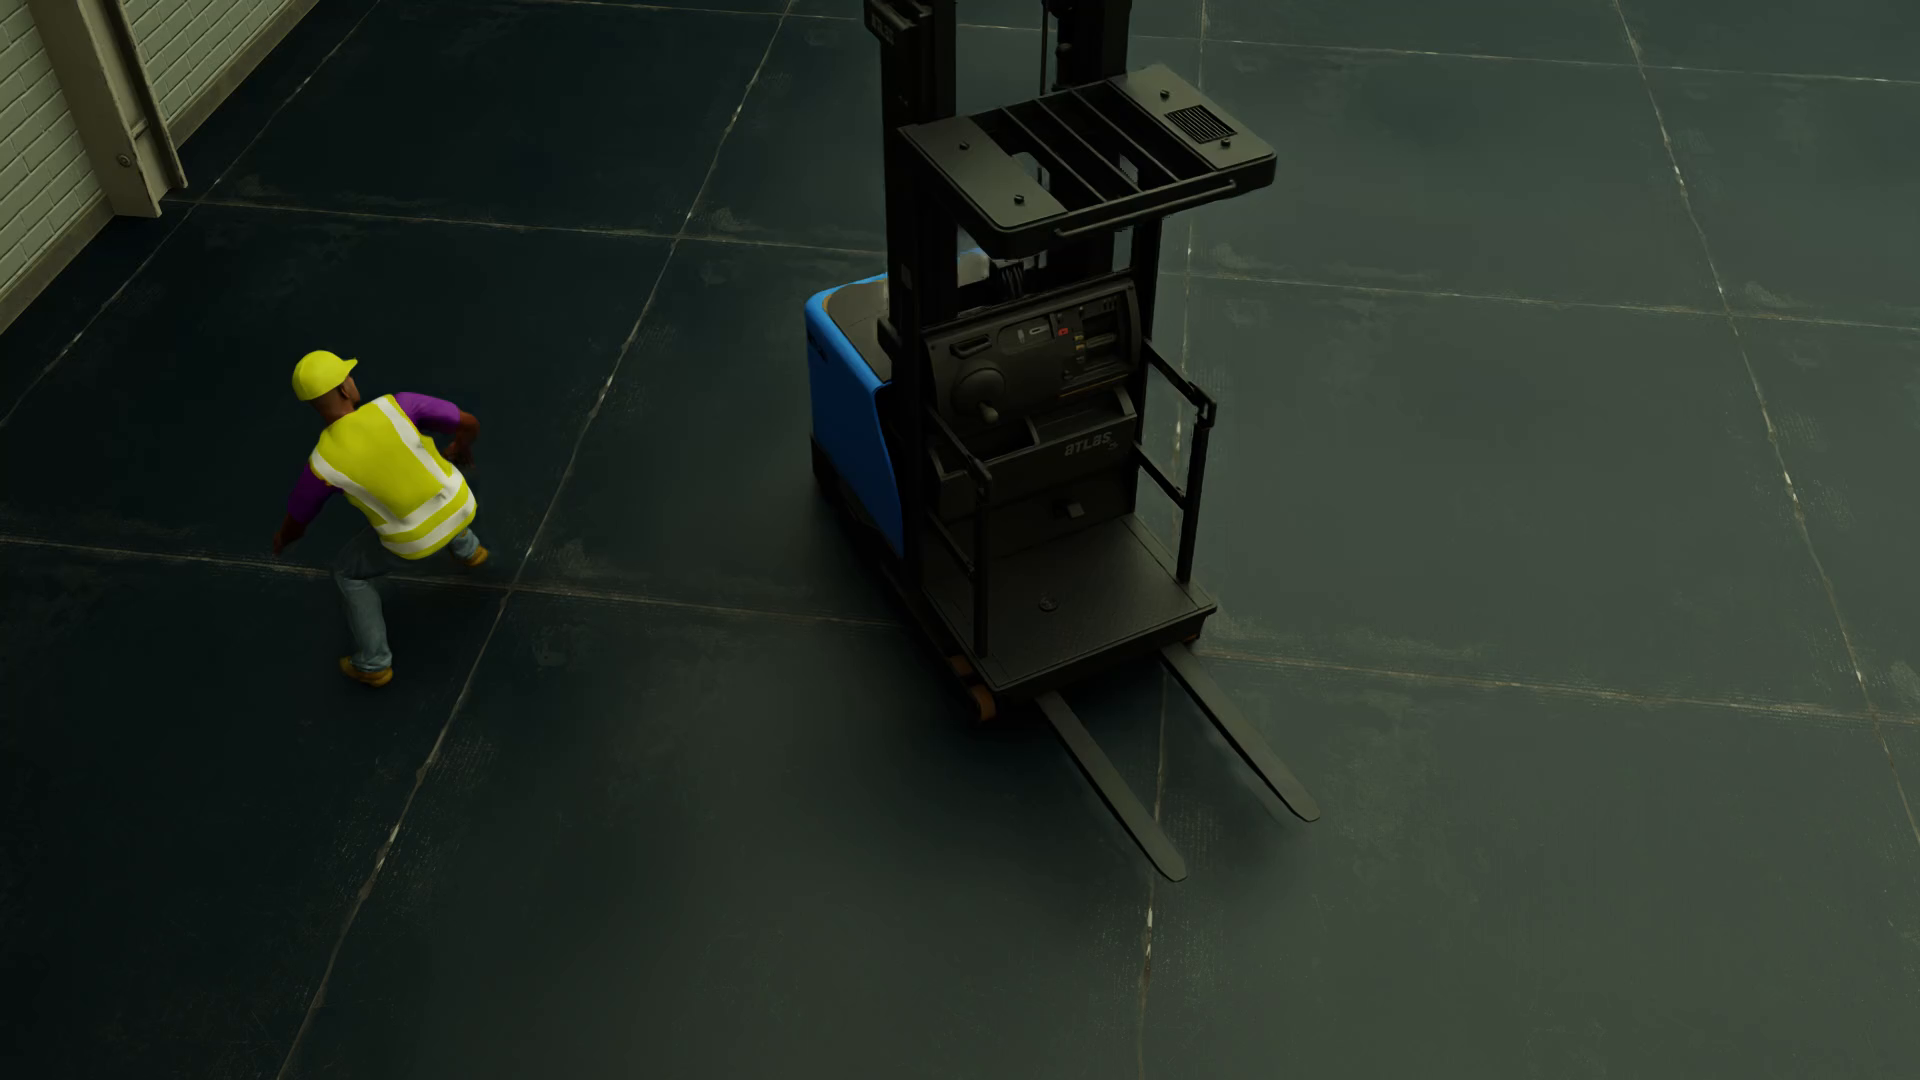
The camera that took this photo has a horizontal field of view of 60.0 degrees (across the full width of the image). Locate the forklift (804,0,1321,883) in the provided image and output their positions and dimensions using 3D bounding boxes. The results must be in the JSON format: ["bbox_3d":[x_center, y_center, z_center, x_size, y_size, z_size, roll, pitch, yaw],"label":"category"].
[{"bbox_3d":[0.401,-0.656,6.439,1.130,2.935,3.031,-19,46,-20],"label":"forklift"}]

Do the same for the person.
[{"bbox_3d":[-2.421,-0.158,6.992,0.682,1.527,0.836,31,51,29],"label":"person"}]
